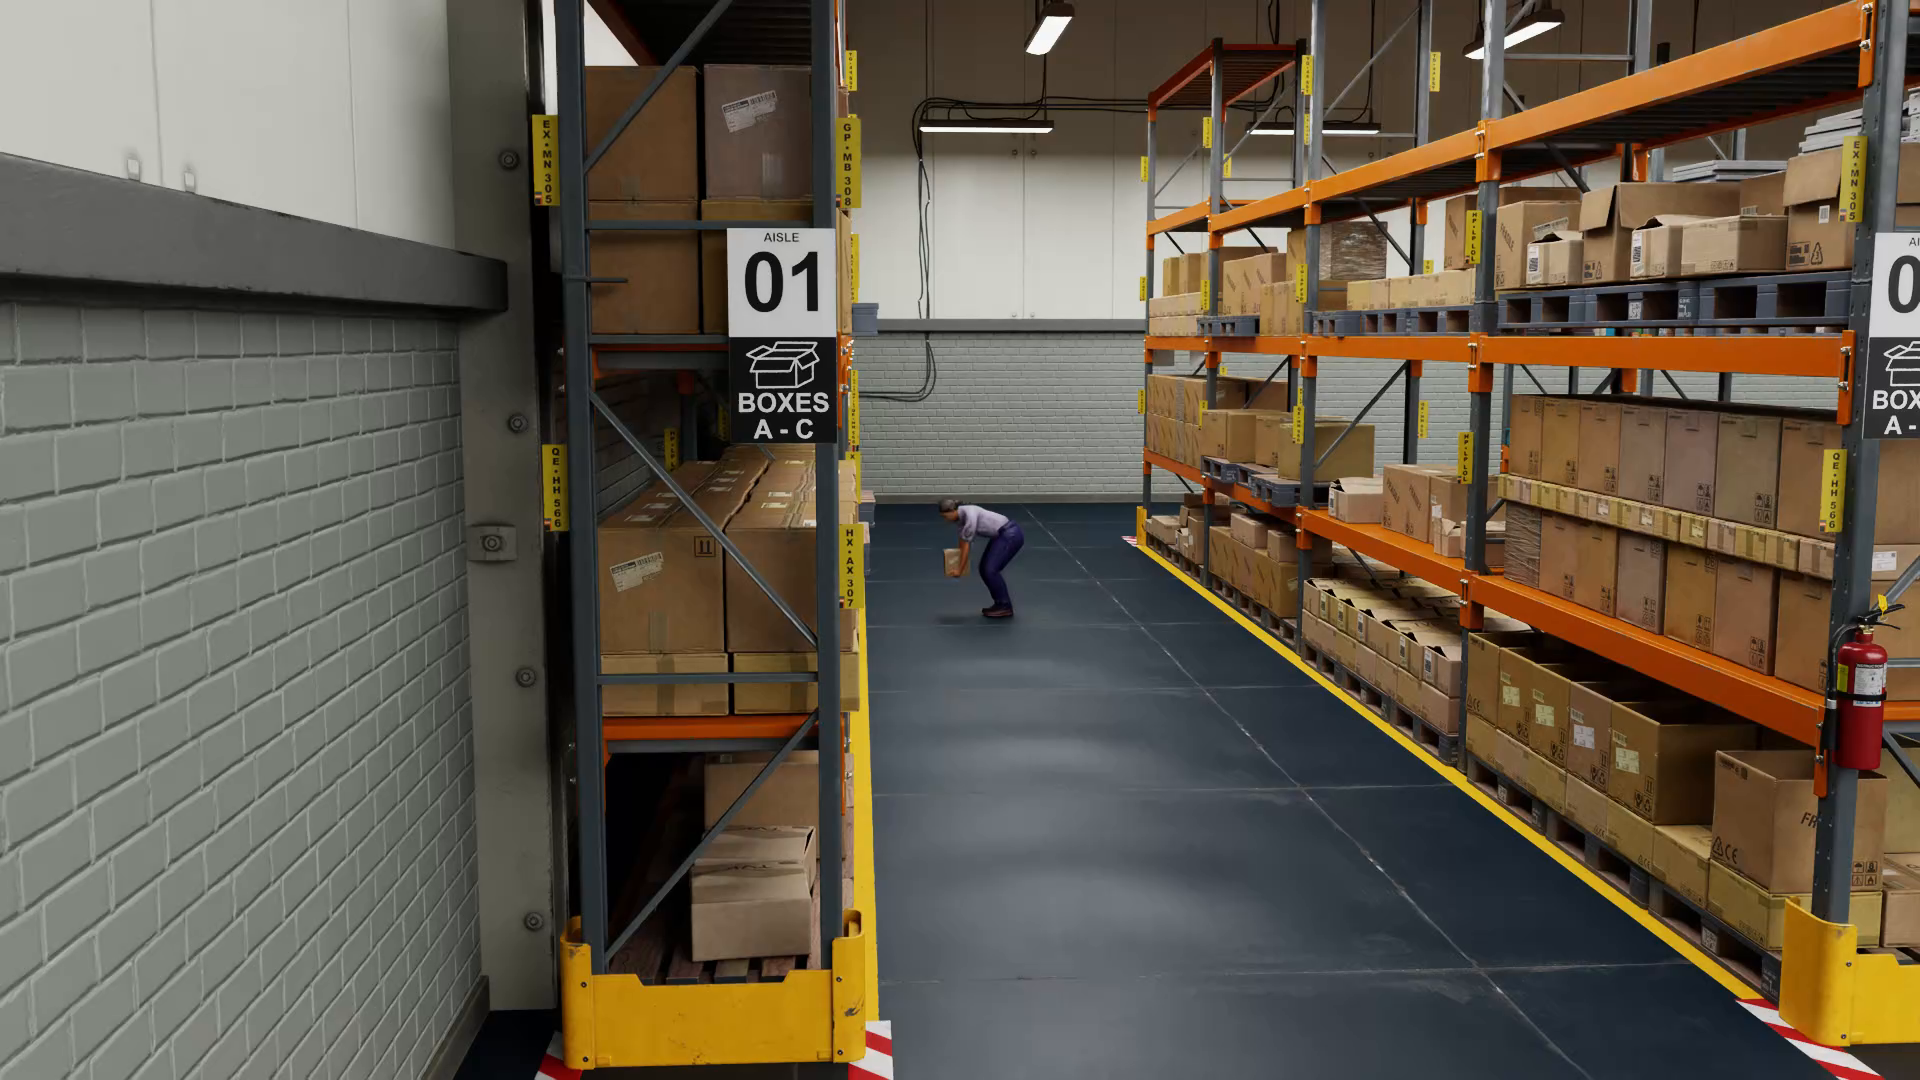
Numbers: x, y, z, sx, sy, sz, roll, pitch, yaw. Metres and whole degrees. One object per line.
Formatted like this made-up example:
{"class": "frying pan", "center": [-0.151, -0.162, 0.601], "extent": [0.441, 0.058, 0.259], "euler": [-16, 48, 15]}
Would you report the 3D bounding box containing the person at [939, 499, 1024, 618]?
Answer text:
{"class": "person", "center": [0.211, 0.171, 16.815], "extent": [0.862, 1.193, 0.485], "euler": [-1, 7, -6]}
